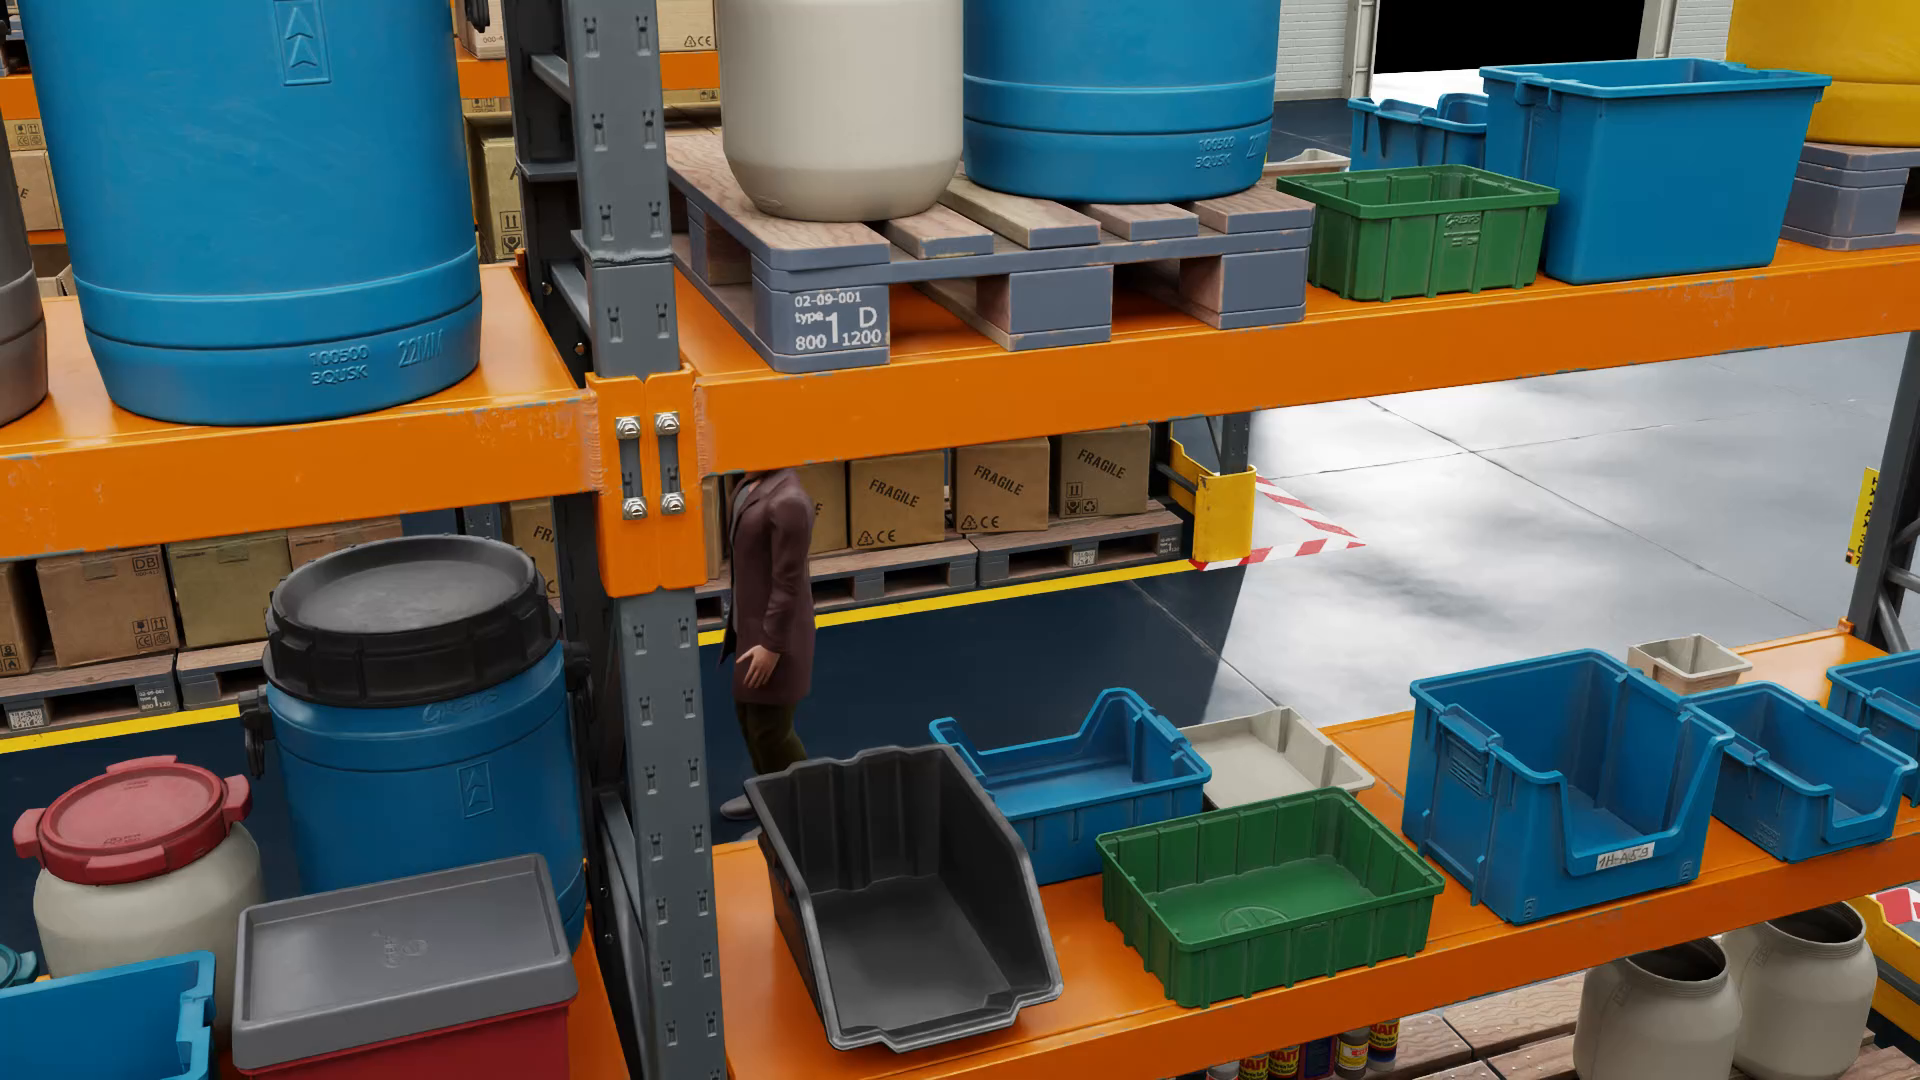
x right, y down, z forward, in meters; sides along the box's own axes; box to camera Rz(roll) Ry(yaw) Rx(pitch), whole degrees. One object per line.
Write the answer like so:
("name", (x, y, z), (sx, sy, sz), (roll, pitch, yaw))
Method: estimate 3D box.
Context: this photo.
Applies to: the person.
("person", (-0.734, 0.345, 6.296), (0.378, 1.766, 0.567), (-8, 23, -18))
